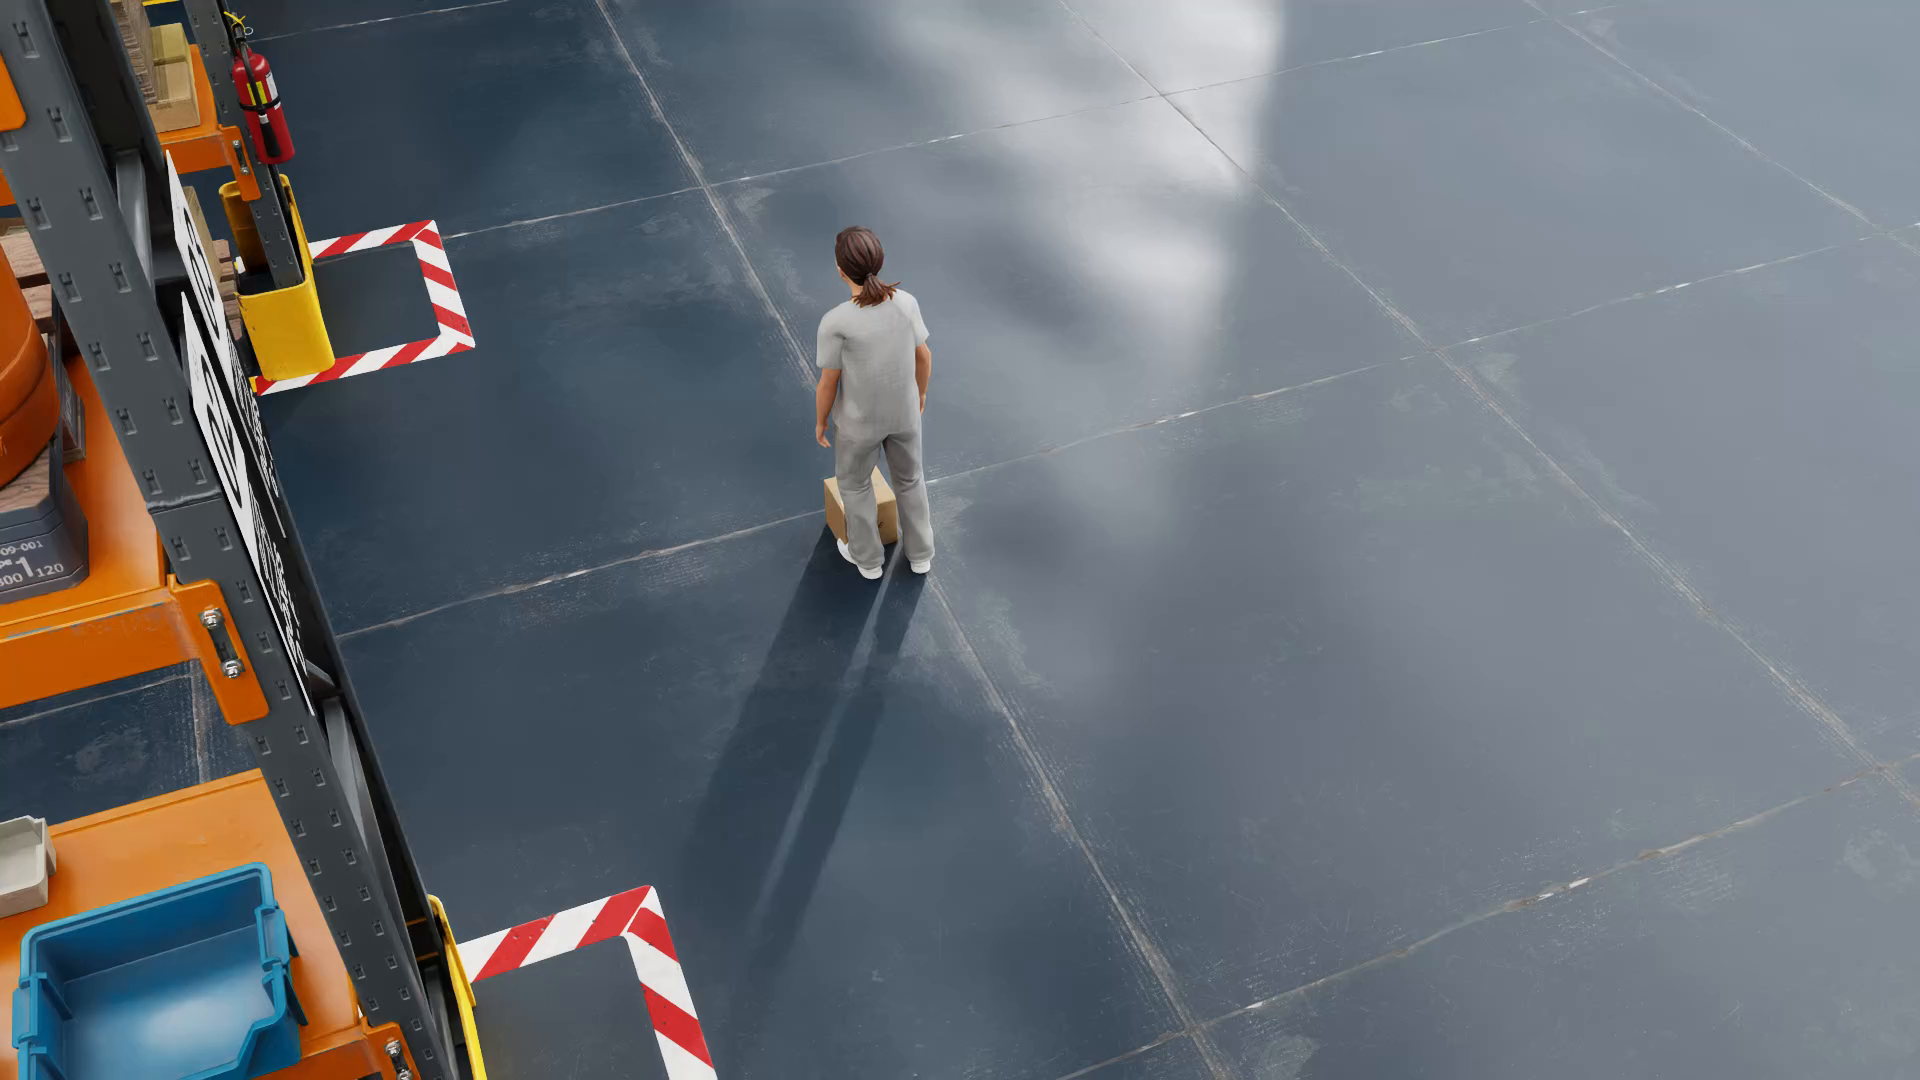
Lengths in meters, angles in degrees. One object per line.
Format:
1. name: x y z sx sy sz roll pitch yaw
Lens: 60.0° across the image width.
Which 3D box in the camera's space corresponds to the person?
1. person: -0.352 -0.525 6.746 0.511 1.673 0.407 -17 45 -18
